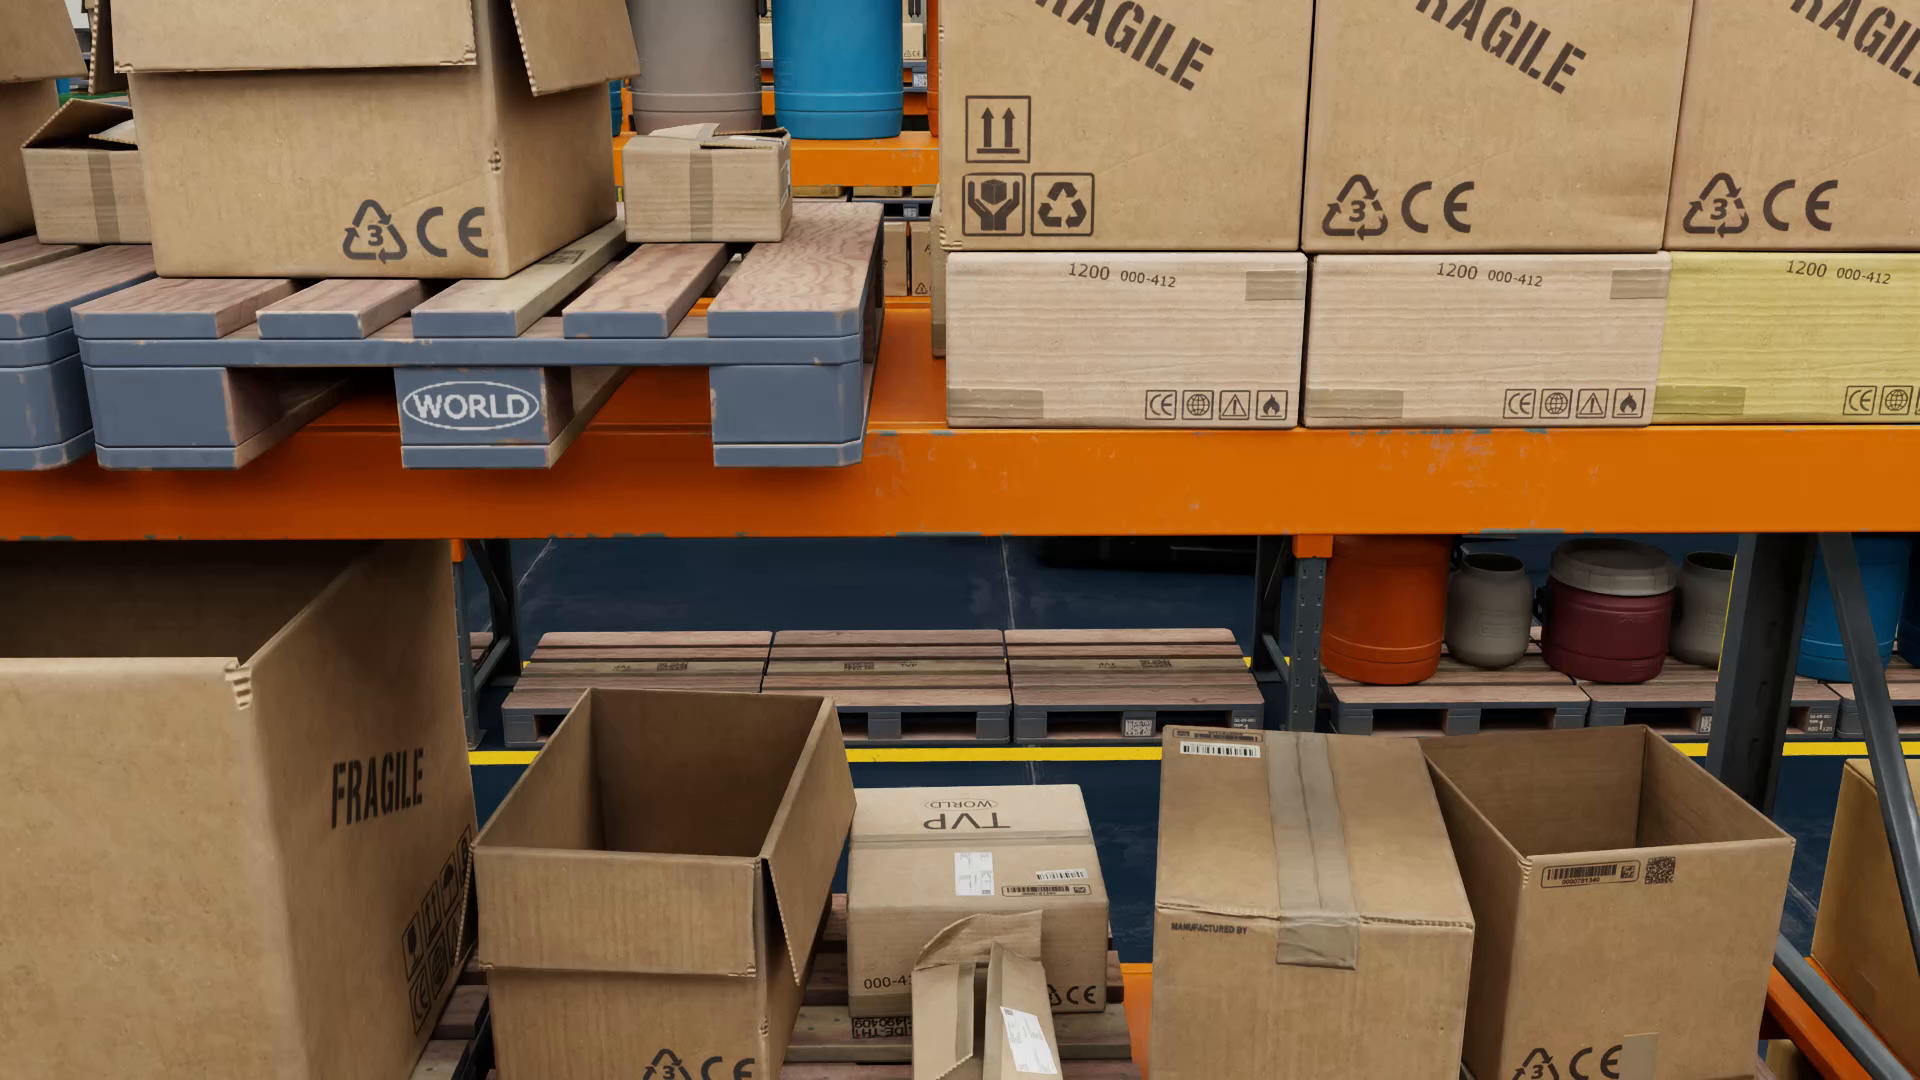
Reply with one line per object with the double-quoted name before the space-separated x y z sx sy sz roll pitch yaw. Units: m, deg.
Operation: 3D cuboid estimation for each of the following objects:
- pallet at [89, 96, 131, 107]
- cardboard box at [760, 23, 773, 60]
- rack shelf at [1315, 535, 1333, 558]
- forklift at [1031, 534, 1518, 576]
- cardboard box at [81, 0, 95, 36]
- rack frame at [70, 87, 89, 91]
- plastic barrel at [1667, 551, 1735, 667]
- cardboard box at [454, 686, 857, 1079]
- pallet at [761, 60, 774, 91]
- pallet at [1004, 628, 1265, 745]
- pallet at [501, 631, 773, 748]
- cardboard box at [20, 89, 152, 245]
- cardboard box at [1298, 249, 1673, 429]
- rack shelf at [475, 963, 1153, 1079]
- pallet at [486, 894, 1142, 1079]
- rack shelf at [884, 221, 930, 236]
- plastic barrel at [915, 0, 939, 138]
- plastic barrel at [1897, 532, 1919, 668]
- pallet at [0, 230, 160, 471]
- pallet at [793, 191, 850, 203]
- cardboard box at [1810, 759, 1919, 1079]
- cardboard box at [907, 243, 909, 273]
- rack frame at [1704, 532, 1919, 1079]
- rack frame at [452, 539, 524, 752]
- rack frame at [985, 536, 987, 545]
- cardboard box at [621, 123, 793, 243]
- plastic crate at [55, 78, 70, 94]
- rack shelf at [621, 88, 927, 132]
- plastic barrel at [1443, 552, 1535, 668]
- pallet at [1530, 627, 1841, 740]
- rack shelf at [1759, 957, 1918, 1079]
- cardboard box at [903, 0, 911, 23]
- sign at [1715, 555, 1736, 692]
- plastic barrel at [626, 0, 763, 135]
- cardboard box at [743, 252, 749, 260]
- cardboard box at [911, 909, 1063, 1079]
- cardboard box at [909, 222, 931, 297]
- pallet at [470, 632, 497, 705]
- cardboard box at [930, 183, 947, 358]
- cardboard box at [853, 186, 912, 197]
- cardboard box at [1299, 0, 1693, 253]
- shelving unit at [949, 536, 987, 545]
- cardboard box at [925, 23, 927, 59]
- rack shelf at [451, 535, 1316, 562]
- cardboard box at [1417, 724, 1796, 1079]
"pallet" -3.094 -1.879 7.392 1.003 0.211 1.213 0 18 -1
"cardboard box" -1.284 -3.647 12.152 0.500 0.250 0.500 -2 18 -6
"rack shelf" 3.625 -0.260 8.125 4.000 0.370 1.077 0 18 -1
"forklift" 1.997 -1.338 10.420 3.031 2.935 1.130 2 18 5
"cardboard box" -5.874 -3.813 12.026 0.637 0.503 0.797 1 18 3
"rack frame" -6.449 -2.067 12.581 0.127 3.000 1.000 0 18 -1
"plastic barrel" 3.806 0.349 8.435 0.421 0.512 0.421 0 18 0
"cardboard box" -0.565 0.653 3.243 0.637 0.503 0.797 2 18 5
"pallet" -1.567 -3.432 12.238 1.217 0.209 0.805 -1 18 -3
"pallet" 0.850 0.727 8.436 1.213 0.211 1.003 0 18 -1
"pallet" -1.590 0.739 8.399 1.213 0.211 1.003 0 18 -1
"cardboard box" -1.358 -0.660 2.817 0.258 0.266 0.396 0 18 1
"cardboard box" 0.736 -0.353 2.573 0.500 0.250 0.500 0 18 -1
"rack shelf" -0.297 1.272 3.349 4.000 0.370 1.077 0 18 -1
"pallet" -0.276 1.033 3.230 1.213 0.211 1.003 0 18 -1
"rack shelf" -0.531 -3.266 17.497 4.000 0.370 1.077 0 18 -1
"plastic barrel" 0.146 -2.285 7.646 0.708 0.830 0.600 0 18 -1
"plastic barrel" 5.080 0.185 8.309 0.708 0.901 0.600 0 18 -1
"pallet" -1.677 -0.370 2.687 1.003 0.211 1.213 0 18 -1
"pallet" -1.764 -3.467 17.259 1.213 0.211 1.003 0 18 -1
"cardboard box" 2.193 0.794 3.497 0.500 0.500 0.500 0 18 1
"cardboard box" -0.336 -2.988 17.596 0.500 0.250 0.500 0 18 -1
"rack frame" 1.703 0.920 3.269 0.127 3.000 1.000 0 18 -1
"rack frame" -2.375 -0.574 7.925 0.127 3.000 1.000 0 18 -1
"rack frame" 0.175 -0.501 10.890 0.008 1.050 0.200 0 18 -1
"cardboard box" -0.423 -0.617 2.846 0.250 0.166 0.380 -1 18 -2
"plastic crate" -4.472 -2.076 7.724 0.575 0.384 0.392 0 18 -1
"rack shelf" -0.449 -3.182 12.323 4.000 0.370 1.077 0 18 -1
"plastic barrel" 2.677 0.354 8.418 0.421 0.512 0.421 0 18 0
"pallet" 3.629 0.713 8.478 1.213 0.211 1.003 0 18 -1
"rack shelf" 3.703 1.253 3.409 4.000 0.370 1.077 0 18 -1
"cardboard box" -0.750 -5.259 16.770 0.500 0.500 0.500 -1 18 -3
"sign" 1.691 0.199 3.621 0.005 0.325 0.100 0 18 -1
"plastic barrel" -1.216 -2.312 7.614 0.600 0.901 0.600 0 18 0
"cardboard box" -1.573 -2.083 12.849 0.258 0.266 0.396 -1 18 -2
"cardboard box" 0.040 0.874 2.943 0.258 0.266 0.396 -1 18 -2
"cardboard box" -0.127 -2.140 12.645 0.500 0.500 0.500 -1 18 -4
"pallet" -3.047 0.745 8.380 1.213 0.211 1.003 0 18 -1
"cardboard box" 0.202 -0.505 3.045 0.500 0.250 0.500 0 18 0
"cardboard box" -0.805 -3.862 17.291 0.500 0.500 0.700 2 18 7
"cardboard box" 0.718 -0.710 2.456 0.500 0.500 0.500 0 18 -1
"shelving unit" 0.054 -0.500 10.888 0.252 1.050 0.215 0 18 -1
"cardboard box" 0.002 -3.636 12.118 0.500 0.250 0.500 -1 18 -2
"rack shelf" -0.375 -0.241 8.065 4.000 0.370 1.077 0 18 -1
"cardboard box" 1.164 0.687 3.144 0.500 0.500 0.500 -2 18 -8
